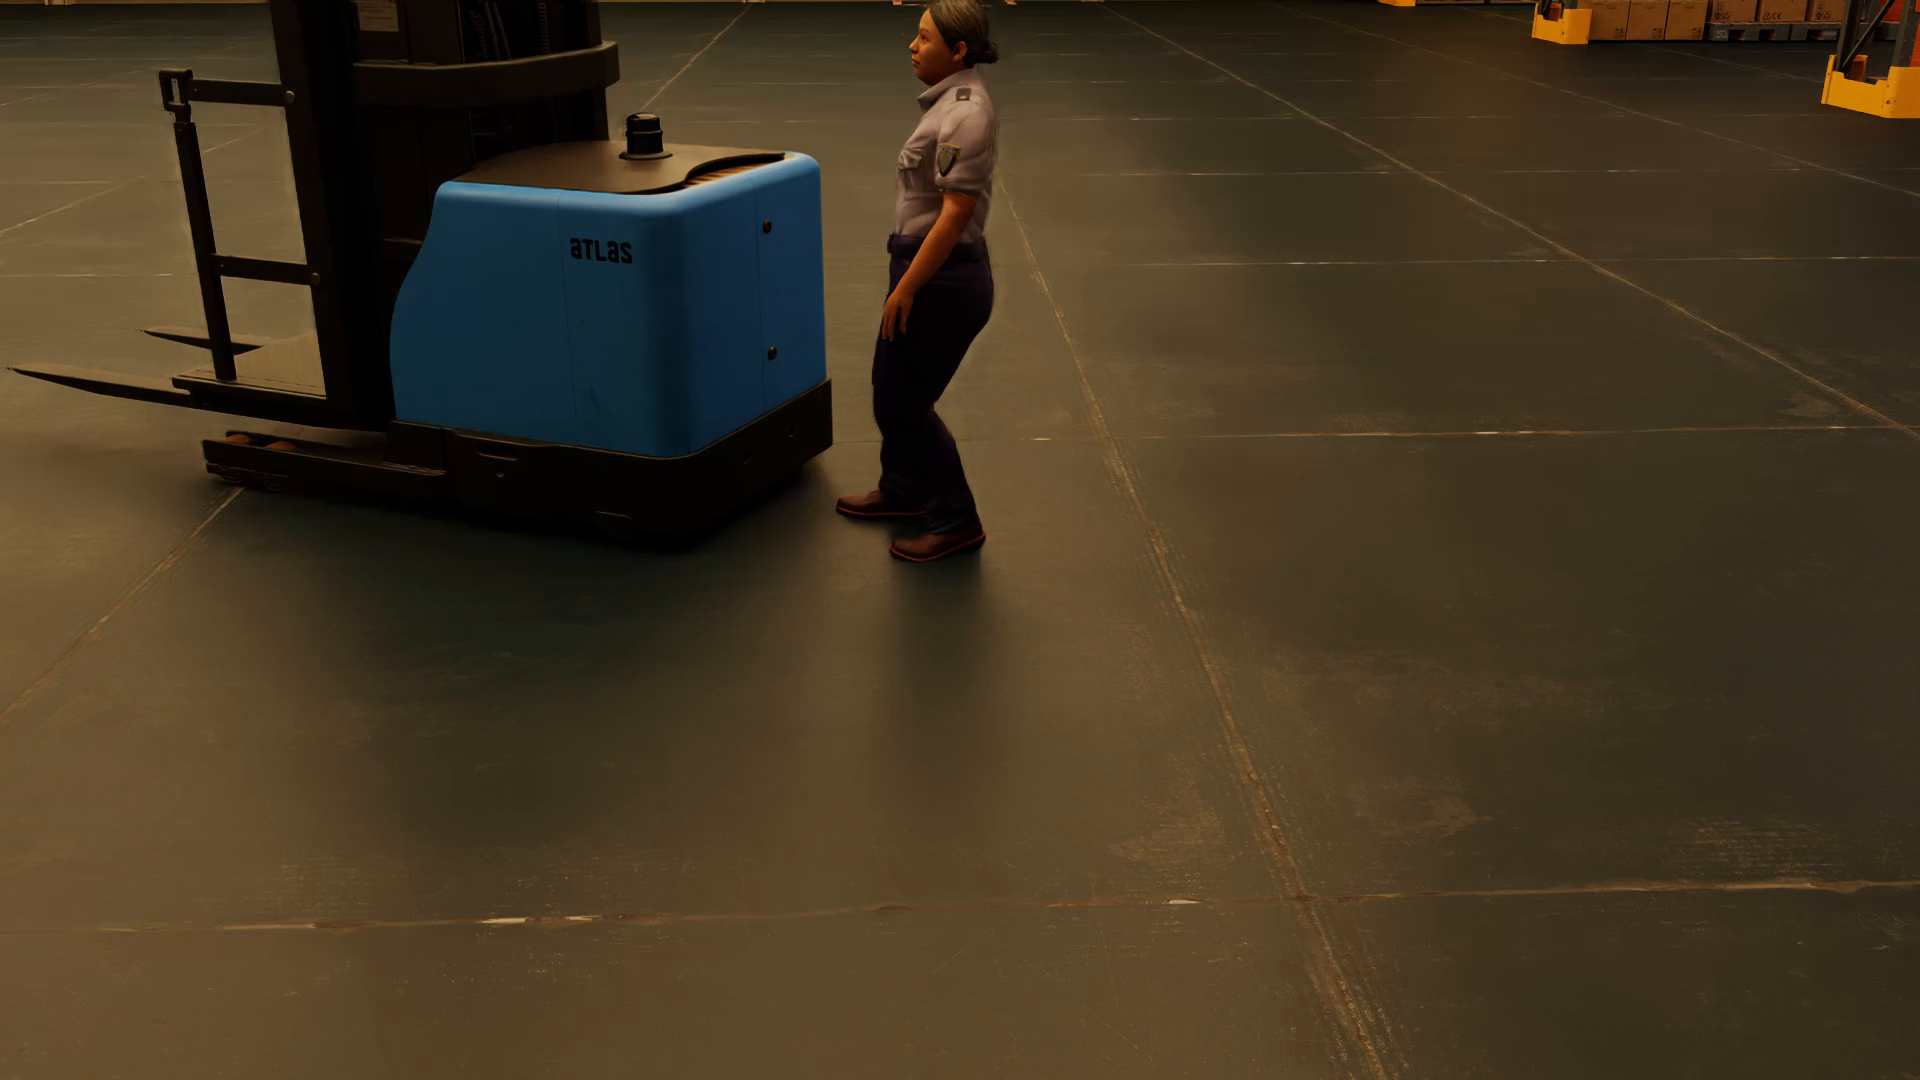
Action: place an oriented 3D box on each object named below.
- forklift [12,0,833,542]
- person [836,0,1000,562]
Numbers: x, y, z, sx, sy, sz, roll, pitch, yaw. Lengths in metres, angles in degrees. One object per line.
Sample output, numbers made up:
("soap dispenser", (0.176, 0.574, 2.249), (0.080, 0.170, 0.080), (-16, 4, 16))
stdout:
("forklift", (-2.012, -1.695, 5.478), (3.031, 2.935, 1.130), (9, 23, 21))
("person", (-0.150, -0.743, 4.873), (0.523, 1.635, 0.627), (1, 21, 2))
